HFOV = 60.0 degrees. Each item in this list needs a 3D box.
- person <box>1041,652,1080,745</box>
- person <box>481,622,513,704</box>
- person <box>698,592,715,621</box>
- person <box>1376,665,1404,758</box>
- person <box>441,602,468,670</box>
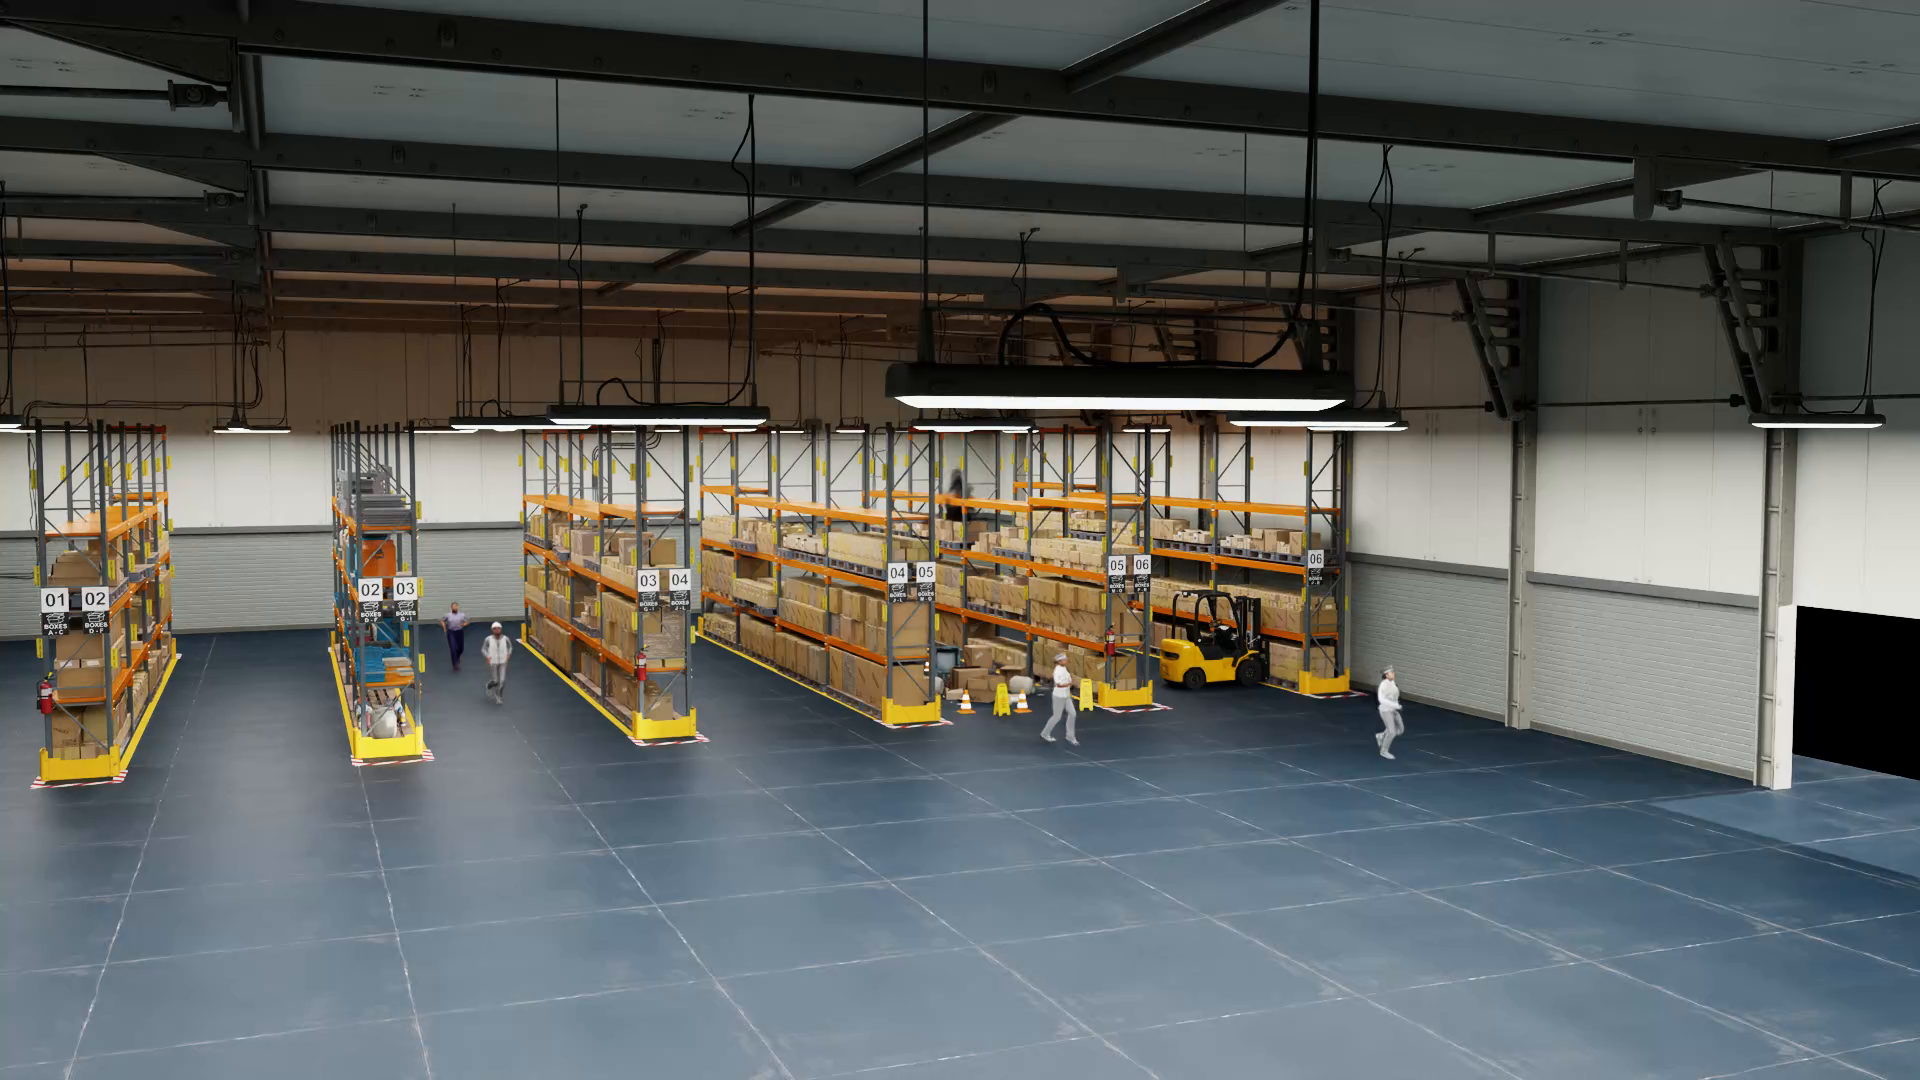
[{"bbox_3d":[1.866,2.943,30.848,0.742,1.755,0.560,1,4,23],"label":"person"},{"bbox_3d":[-9.922,2.631,35.714,0.658,1.746,0.631,-2,4,-26],"label":"person"},{"bbox_3d":[-7.391,1.844,49.165,0.731,1.728,0.603,-2,4,-34],"label":"person"},{"bbox_3d":[7.657,3.047,29.598,0.537,1.665,0.658,3,5,39],"label":"person"},{"bbox_3d":[-12.412,2.340,40.890,0.614,1.624,0.904,-2,4,-29],"label":"person"}]
